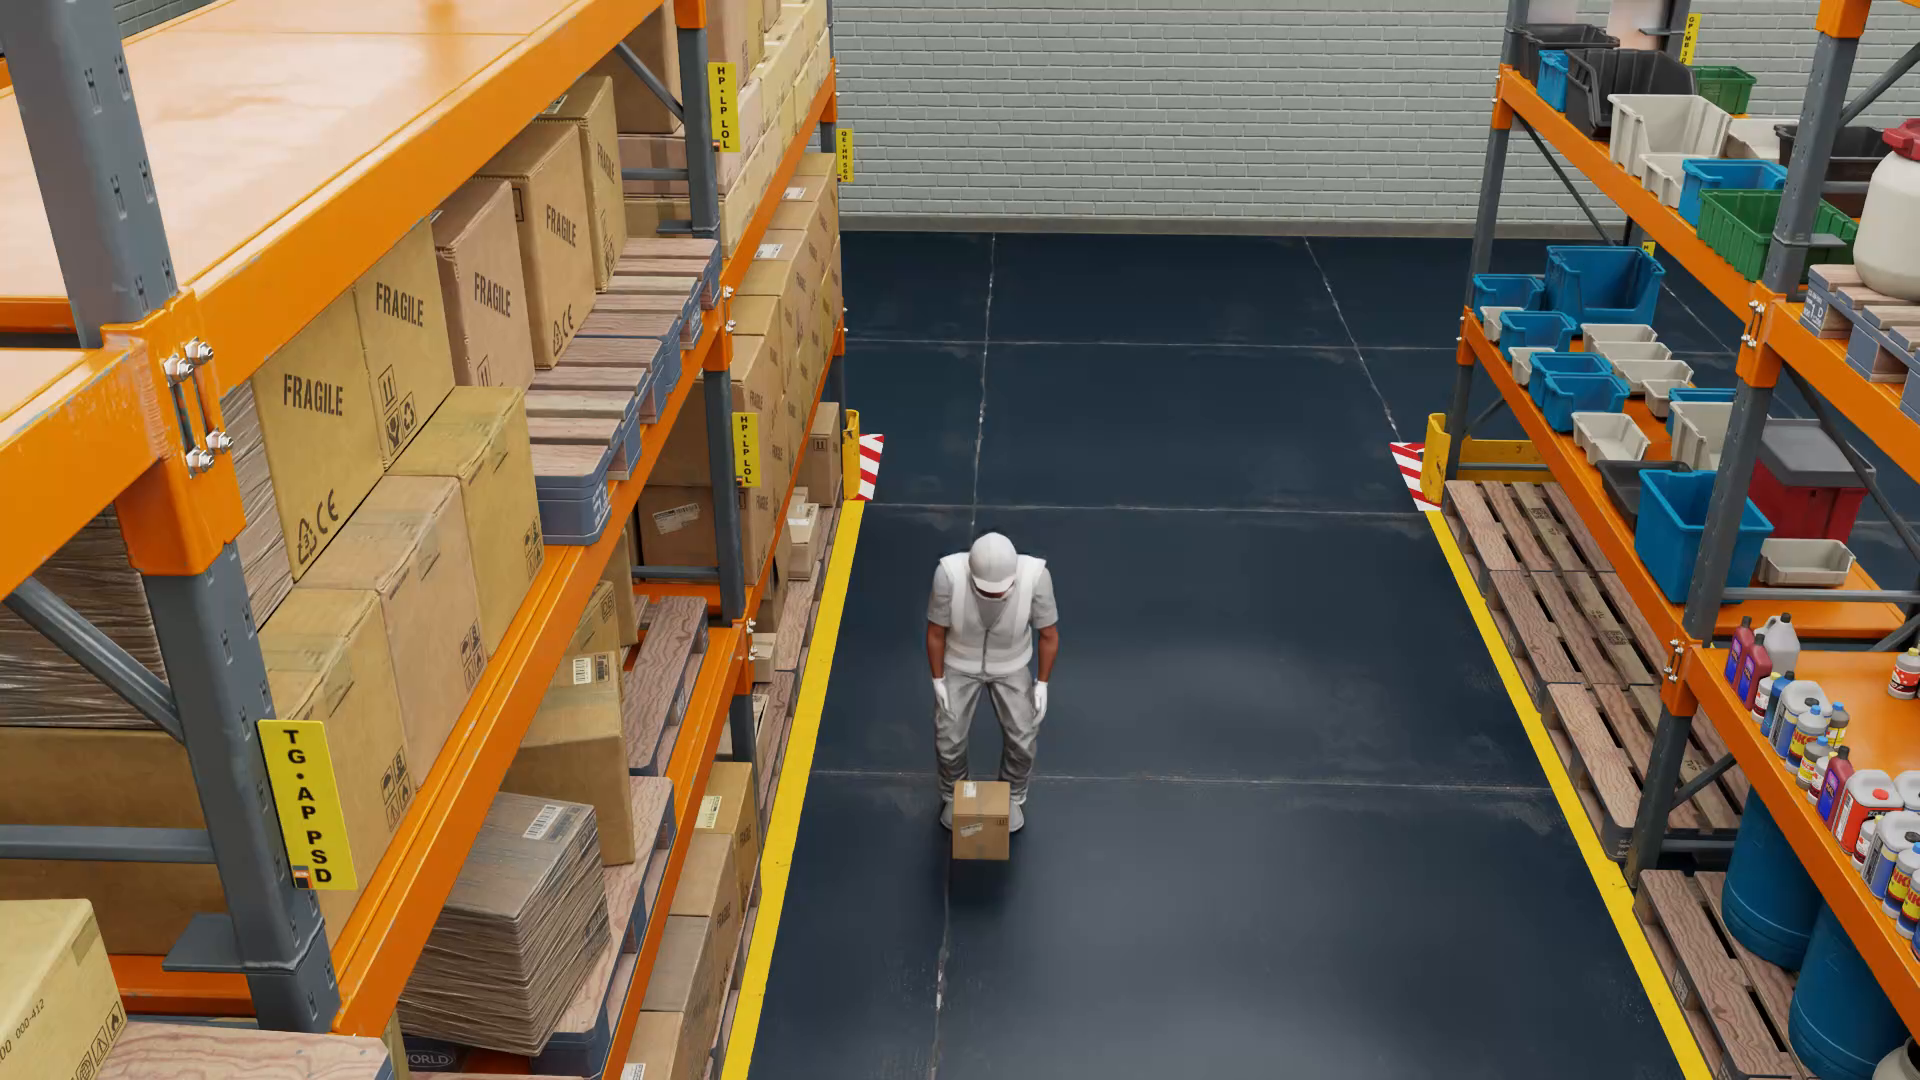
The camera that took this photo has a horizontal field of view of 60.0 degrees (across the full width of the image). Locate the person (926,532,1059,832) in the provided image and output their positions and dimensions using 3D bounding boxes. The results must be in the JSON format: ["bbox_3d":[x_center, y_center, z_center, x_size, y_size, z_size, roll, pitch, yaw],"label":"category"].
[{"bbox_3d":[0.149,0.615,7.604,0.598,1.624,0.606,1,28,3],"label":"person"}]
